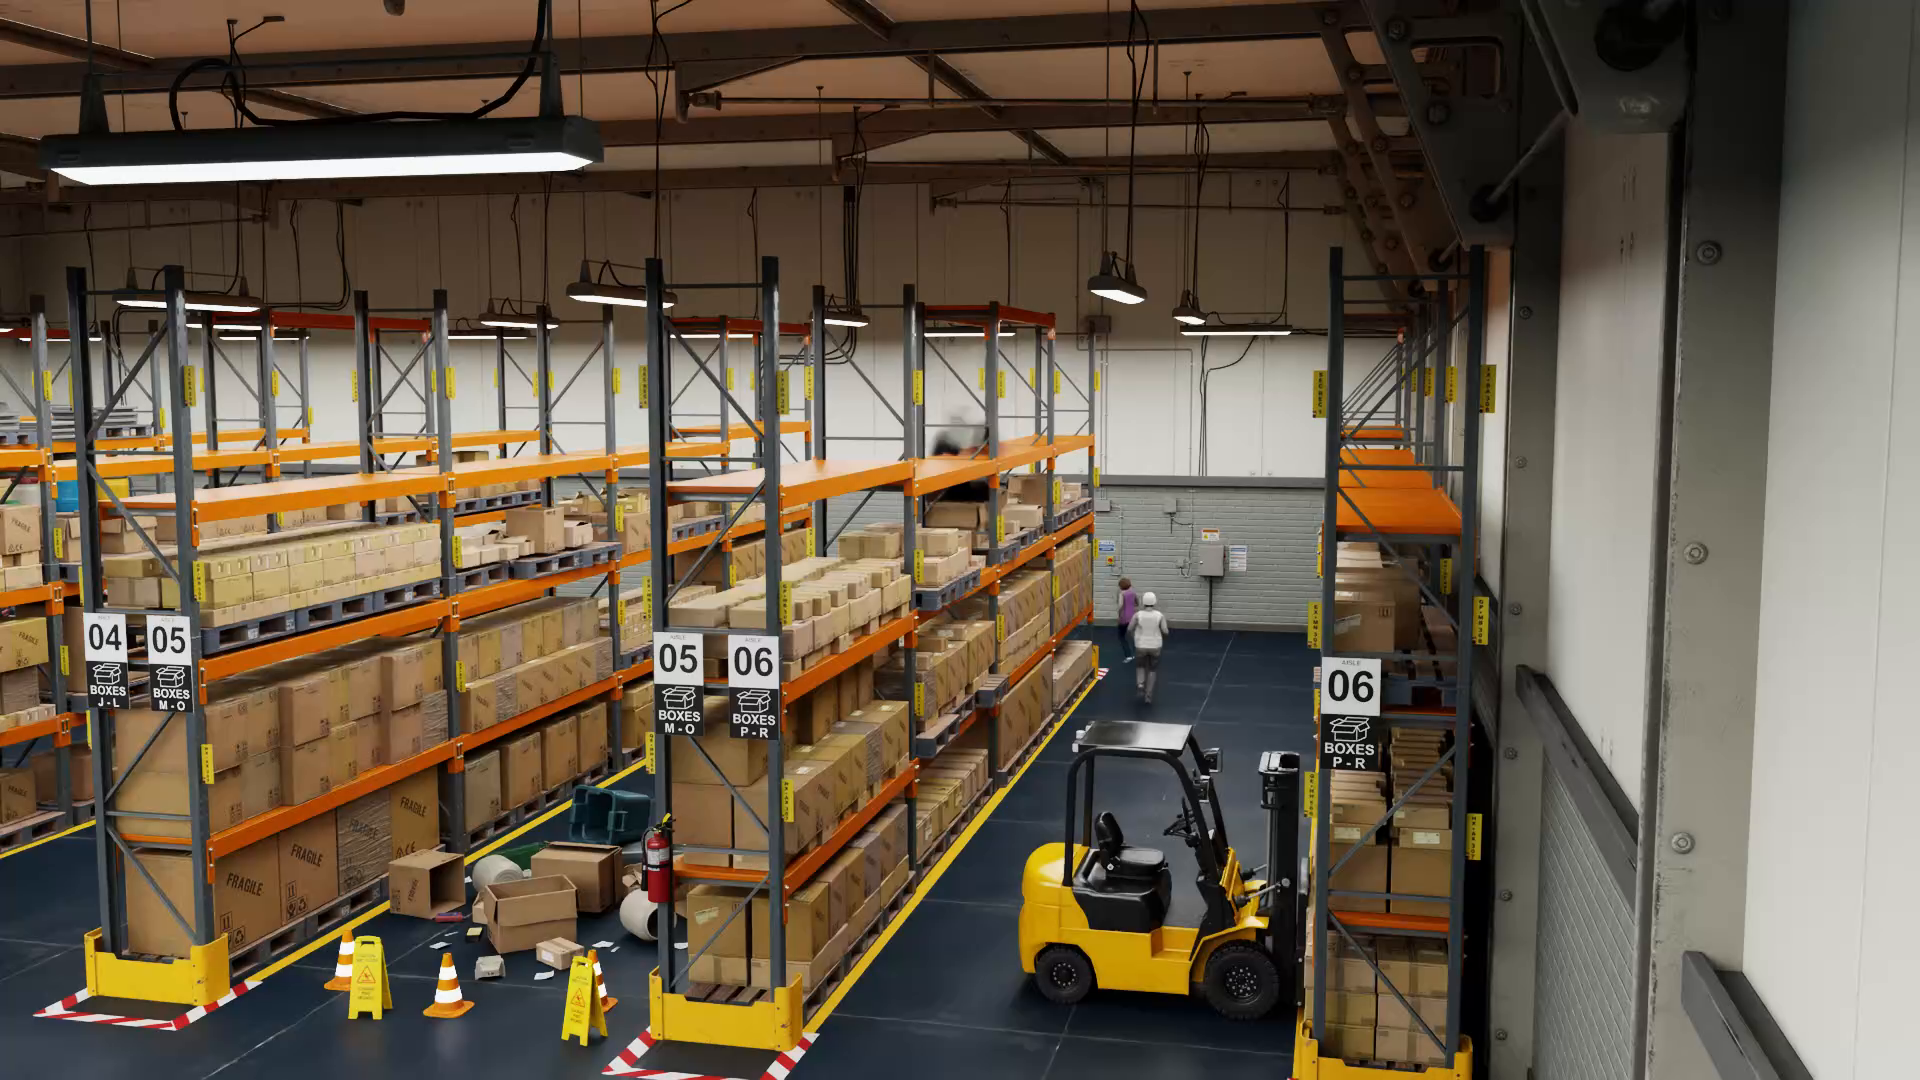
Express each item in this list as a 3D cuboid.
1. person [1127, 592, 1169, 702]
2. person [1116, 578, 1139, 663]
[{"bbox_3d":[2.952,1.659,26.111,0.651,1.725,0.583,1,6,9],"label":"person"},{"bbox_3d":[2.909,1.436,29.305,0.537,1.576,0.616,-2,6,-19],"label":"person"}]
